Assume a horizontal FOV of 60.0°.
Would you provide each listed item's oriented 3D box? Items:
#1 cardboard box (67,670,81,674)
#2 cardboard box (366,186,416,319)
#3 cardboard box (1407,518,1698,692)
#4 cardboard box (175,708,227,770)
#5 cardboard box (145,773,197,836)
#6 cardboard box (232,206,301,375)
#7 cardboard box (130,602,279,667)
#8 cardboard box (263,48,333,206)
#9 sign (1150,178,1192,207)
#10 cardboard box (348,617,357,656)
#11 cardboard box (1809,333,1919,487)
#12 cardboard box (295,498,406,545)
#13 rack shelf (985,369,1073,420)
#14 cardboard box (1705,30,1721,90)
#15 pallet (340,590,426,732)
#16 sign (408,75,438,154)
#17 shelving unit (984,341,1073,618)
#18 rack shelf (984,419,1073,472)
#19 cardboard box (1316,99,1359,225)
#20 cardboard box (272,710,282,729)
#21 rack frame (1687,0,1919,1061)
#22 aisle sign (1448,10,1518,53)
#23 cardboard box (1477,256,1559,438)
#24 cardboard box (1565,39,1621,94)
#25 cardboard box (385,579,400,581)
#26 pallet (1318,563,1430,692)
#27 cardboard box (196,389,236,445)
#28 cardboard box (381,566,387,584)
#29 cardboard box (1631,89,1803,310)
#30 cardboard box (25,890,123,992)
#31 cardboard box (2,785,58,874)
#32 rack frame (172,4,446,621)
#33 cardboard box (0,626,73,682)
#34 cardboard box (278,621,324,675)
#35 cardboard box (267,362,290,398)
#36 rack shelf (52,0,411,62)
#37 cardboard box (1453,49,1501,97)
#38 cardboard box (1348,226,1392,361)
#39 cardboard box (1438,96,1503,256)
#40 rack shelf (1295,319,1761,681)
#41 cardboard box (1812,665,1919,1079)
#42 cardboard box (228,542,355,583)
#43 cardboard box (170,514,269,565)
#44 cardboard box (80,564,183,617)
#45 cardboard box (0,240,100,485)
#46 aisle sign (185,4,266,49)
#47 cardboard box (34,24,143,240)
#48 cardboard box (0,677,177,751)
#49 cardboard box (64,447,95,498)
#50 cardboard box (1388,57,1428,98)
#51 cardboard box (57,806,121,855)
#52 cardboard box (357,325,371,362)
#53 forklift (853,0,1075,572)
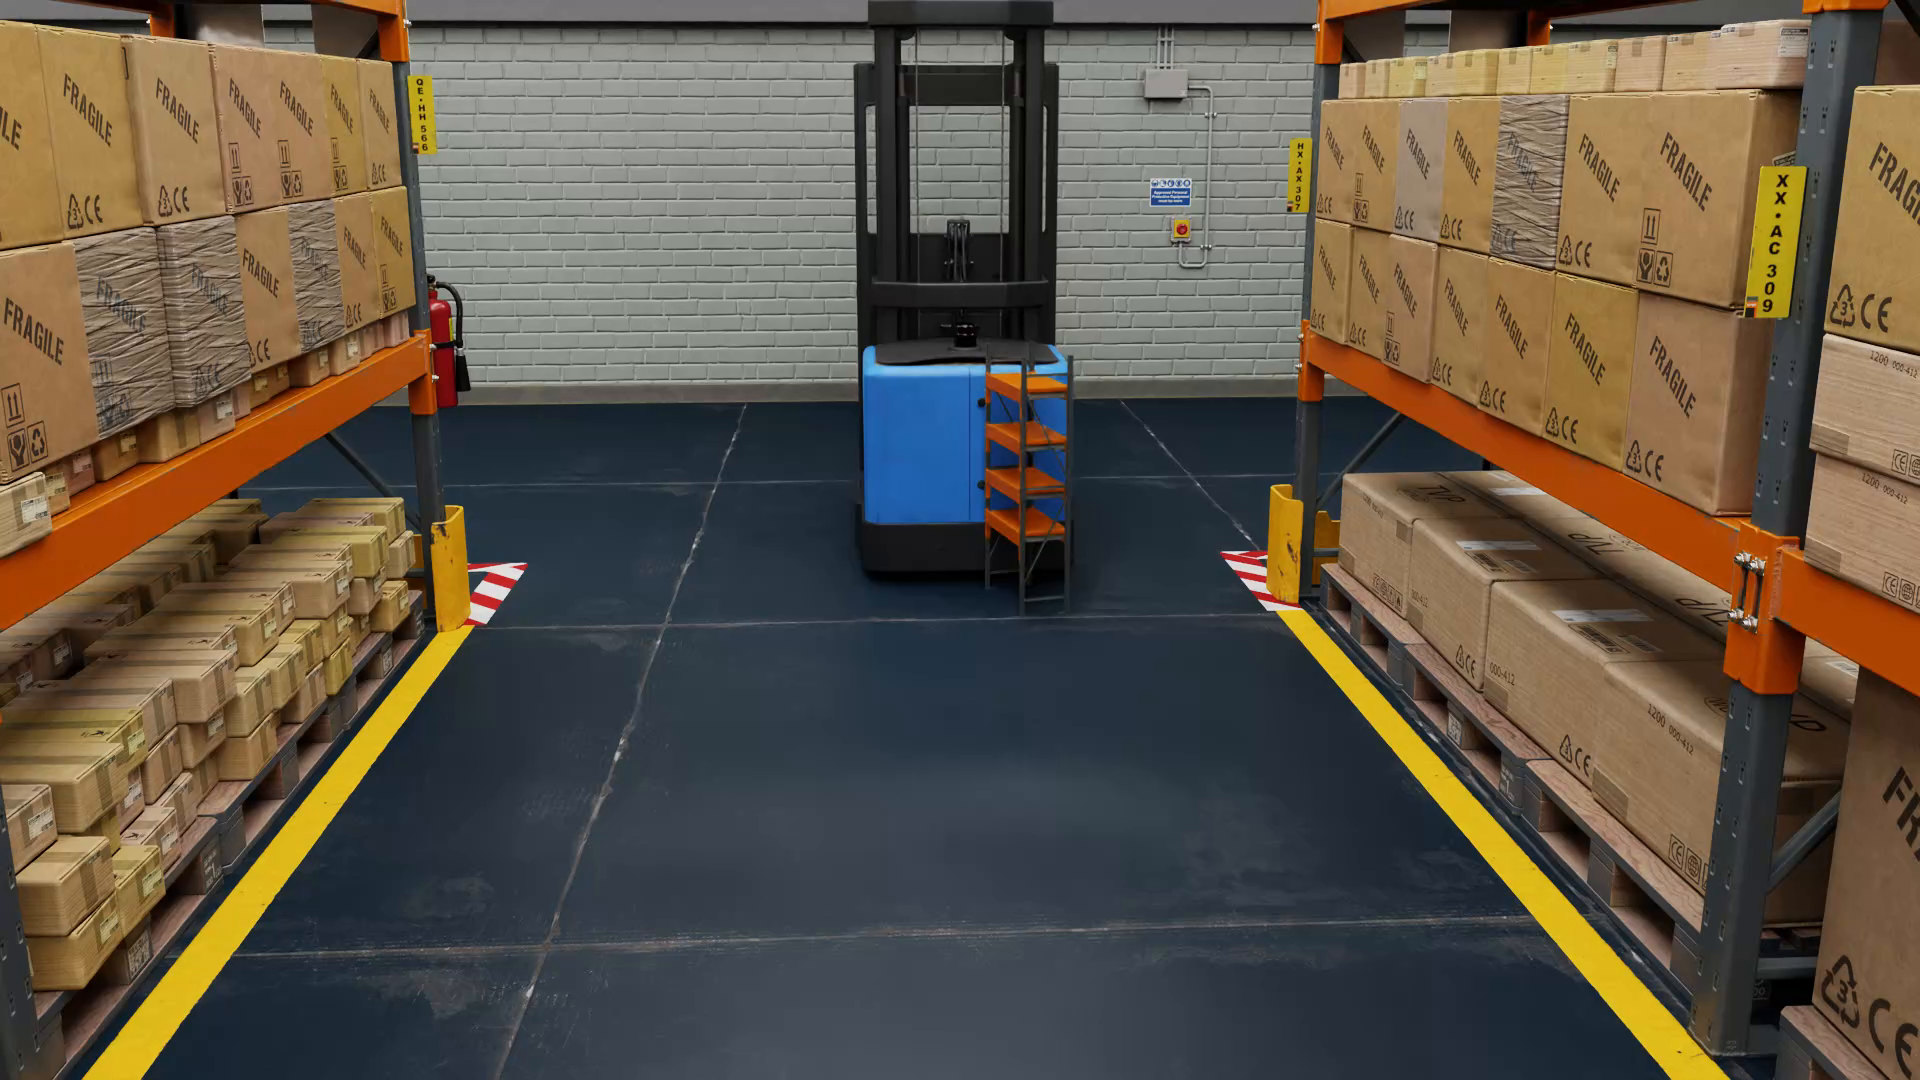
[{"bbox_3d":[-2.922,0.466,5.479,0.380,0.149,0.250,0,14,-1],"label":"cardboard box"},{"bbox_3d":[-2.562,-1.179,6.792,0.500,0.500,0.500,-1,14,-2],"label":"cardboard box"},{"bbox_3d":[2.293,0.231,6.406,0.875,0.438,0.875,0,14,-2],"label":"cardboard box"},{"bbox_3d":[-2.466,0.581,5.031,0.380,0.149,0.250,0,14,-1],"label":"cardboard box"},{"bbox_3d":[-2.450,0.792,4.805,0.380,0.149,0.250,-1,14,-5],"label":"cardboard box"},{"bbox_3d":[-2.474,-0.801,5.322,0.500,0.500,0.500,0,14,-1],"label":"cardboard box"},{"bbox_3d":[-2.485,0.312,5.481,0.380,0.149,0.250,-1,14,-3],"label":"cardboard box"},{"bbox_3d":[-2.497,-1.406,5.667,0.500,0.500,0.500,0,14,-1],"label":"cardboard box"},{"bbox_3d":[1.663,-2.743,13.127,0.327,0.218,0.001,-1,14,-3],"label":"sign"},{"bbox_3d":[-2.530,0.401,6.326,0.380,0.149,0.250,-1,14,-3],"label":"cardboard box"},{"bbox_3d":[2.081,-0.257,3.303,0.500,0.250,0.500,-1,14,-5],"label":"cardboard box"},{"bbox_3d":[-2.561,-0.078,6.993,0.380,0.149,0.250,-1,14,-3],"label":"cardboard box"},{"bbox_3d":[0.312,-0.671,7.647,0.258,0.148,0.480,-5,15,-17],"label":"rack shelf"},{"bbox_3d":[2.091,-1.187,4.111,0.380,0.149,0.250,-1,14,-2],"label":"cardboard box"},{"bbox_3d":[-2.827,0.477,6.747,1.003,0.211,1.213,-1,14,-3],"label":"pallet"},{"bbox_3d":[-2.291,-1.812,7.091,0.100,0.325,0.005,-1,14,-3],"label":"sign"},{"bbox_3d":[0.313,-0.291,7.746,0.258,1.200,0.503,-5,15,-17],"label":"shelving unit"},{"bbox_3d":[0.312,-0.442,7.707,0.258,0.148,0.480,-5,15,-17],"label":"rack shelf"},{"bbox_3d":[1.833,-1.605,7.037,0.500,0.500,0.500,-1,14,-5],"label":"cardboard box"},{"bbox_3d":[-2.514,0.596,5.569,0.380,0.149,0.250,0,14,-2],"label":"cardboard box"},{"bbox_3d":[2.335,-0.201,3.789,1.000,3.000,0.127,-1,14,-3],"label":"rack frame"},{"bbox_3d":[2.393,-2.478,7.420,0.394,0.787,0.004,-1,14,-3],"label":"aisle sign"},{"bbox_3d":[1.968,-0.614,5.192,0.500,0.500,0.500,-1,14,-4],"label":"cardboard box"},{"bbox_3d":[2.000,-1.374,4.836,0.380,0.149,0.250,-1,14,-4],"label":"cardboard box"},{"bbox_3d":[-2.606,0.210,7.067,0.380,0.149,0.250,-1,14,-2],"label":"cardboard box"},{"bbox_3d":[2.215,0.352,7.235,1.003,0.211,1.213,-1,14,-3],"label":"pallet"},{"bbox_3d":[-2.420,-0.380,4.989,0.380,0.149,0.250,0,14,-1],"label":"cardboard box"},{"bbox_3d":[-2.567,0.131,6.778,0.380,0.149,0.250,-1,14,-5],"label":"cardboard box"},{"bbox_3d":[2.031,-0.847,4.091,0.500,0.500,0.500,-1,14,-4],"label":"cardboard box"},{"bbox_3d":[-2.301,0.982,4.068,0.380,0.149,0.250,-2,15,-6],"label":"cardboard box"},{"bbox_3d":[-2.413,0.701,3.968,0.380,0.149,0.250,0,14,-1],"label":"cardboard box"},{"bbox_3d":[-2.847,-1.095,7.261,1.000,3.000,0.127,-1,14,-3],"label":"rack frame"},{"bbox_3d":[-3.035,0.382,5.208,0.380,0.149,0.250,-1,14,-5],"label":"cardboard box"},{"bbox_3d":[-2.453,0.387,5.783,0.380,0.149,0.250,0,14,-1],"label":"cardboard box"},{"bbox_3d":[-2.552,-0.574,5.743,0.380,0.149,0.250,-1,15,-6],"label":"cardboard box"},{"bbox_3d":[-2.723,-1.701,5.043,1.077,0.370,4.000,-1,14,-3],"label":"rack shelf"},{"bbox_3d":[1.887,-1.564,5.576,0.380,0.149,0.250,-1,14,-5],"label":"cardboard box"},{"bbox_3d":[1.890,-0.995,6.674,0.500,0.500,0.500,-1,14,-4],"label":"cardboard box"},{"bbox_3d":[1.944,-1.225,5.559,0.500,0.500,0.500,-1,14,-3],"label":"cardboard box"},{"bbox_3d":[2.212,-0.350,5.812,1.077,0.370,4.000,-1,14,-3],"label":"rack shelf"},{"bbox_3d":[2.454,0.777,3.407,0.875,0.875,0.875,0,14,-2],"label":"cardboard box"},{"bbox_3d":[-2.507,0.114,6.250,0.380,0.149,0.250,-1,15,-6],"label":"cardboard box"},{"bbox_3d":[-3.016,-0.003,6.703,0.380,0.149,0.250,-1,14,-2],"label":"cardboard box"},{"bbox_3d":[-3.023,0.191,5.949,0.380,0.149,0.250,0,14,-1],"label":"cardboard box"},{"bbox_3d":[-2.378,-0.419,3.839,0.500,0.500,0.500,-1,14,-4],"label":"cardboard box"},{"bbox_3d":[-3.151,-2.367,6.989,0.394,0.787,0.004,-1,14,-3],"label":"aisle sign"},{"bbox_3d":[-2.431,-1.021,4.171,0.500,0.500,0.500,-1,14,-5],"label":"cardboard box"},{"bbox_3d":[-2.475,0.505,4.730,0.380,0.149,0.250,-1,14,-5],"label":"cardboard box"},{"bbox_3d":[-2.449,-0.182,4.219,0.380,0.149,0.250,-2,15,-6],"label":"cardboard box"},{"bbox_3d":[1.857,-1.755,6.317,0.380,0.149,0.250,-1,14,-5],"label":"cardboard box"},{"bbox_3d":[-2.407,0.777,4.269,0.380,0.149,0.250,-1,14,-3],"label":"cardboard box"},{"bbox_3d":[-2.536,-0.772,6.510,0.380,0.149,0.250,-1,14,-4],"label":"cardboard box"},{"bbox_3d":[-0.034,-1.576,9.270,1.130,2.935,3.031,-1,14,-3],"label":"forklift"}]
